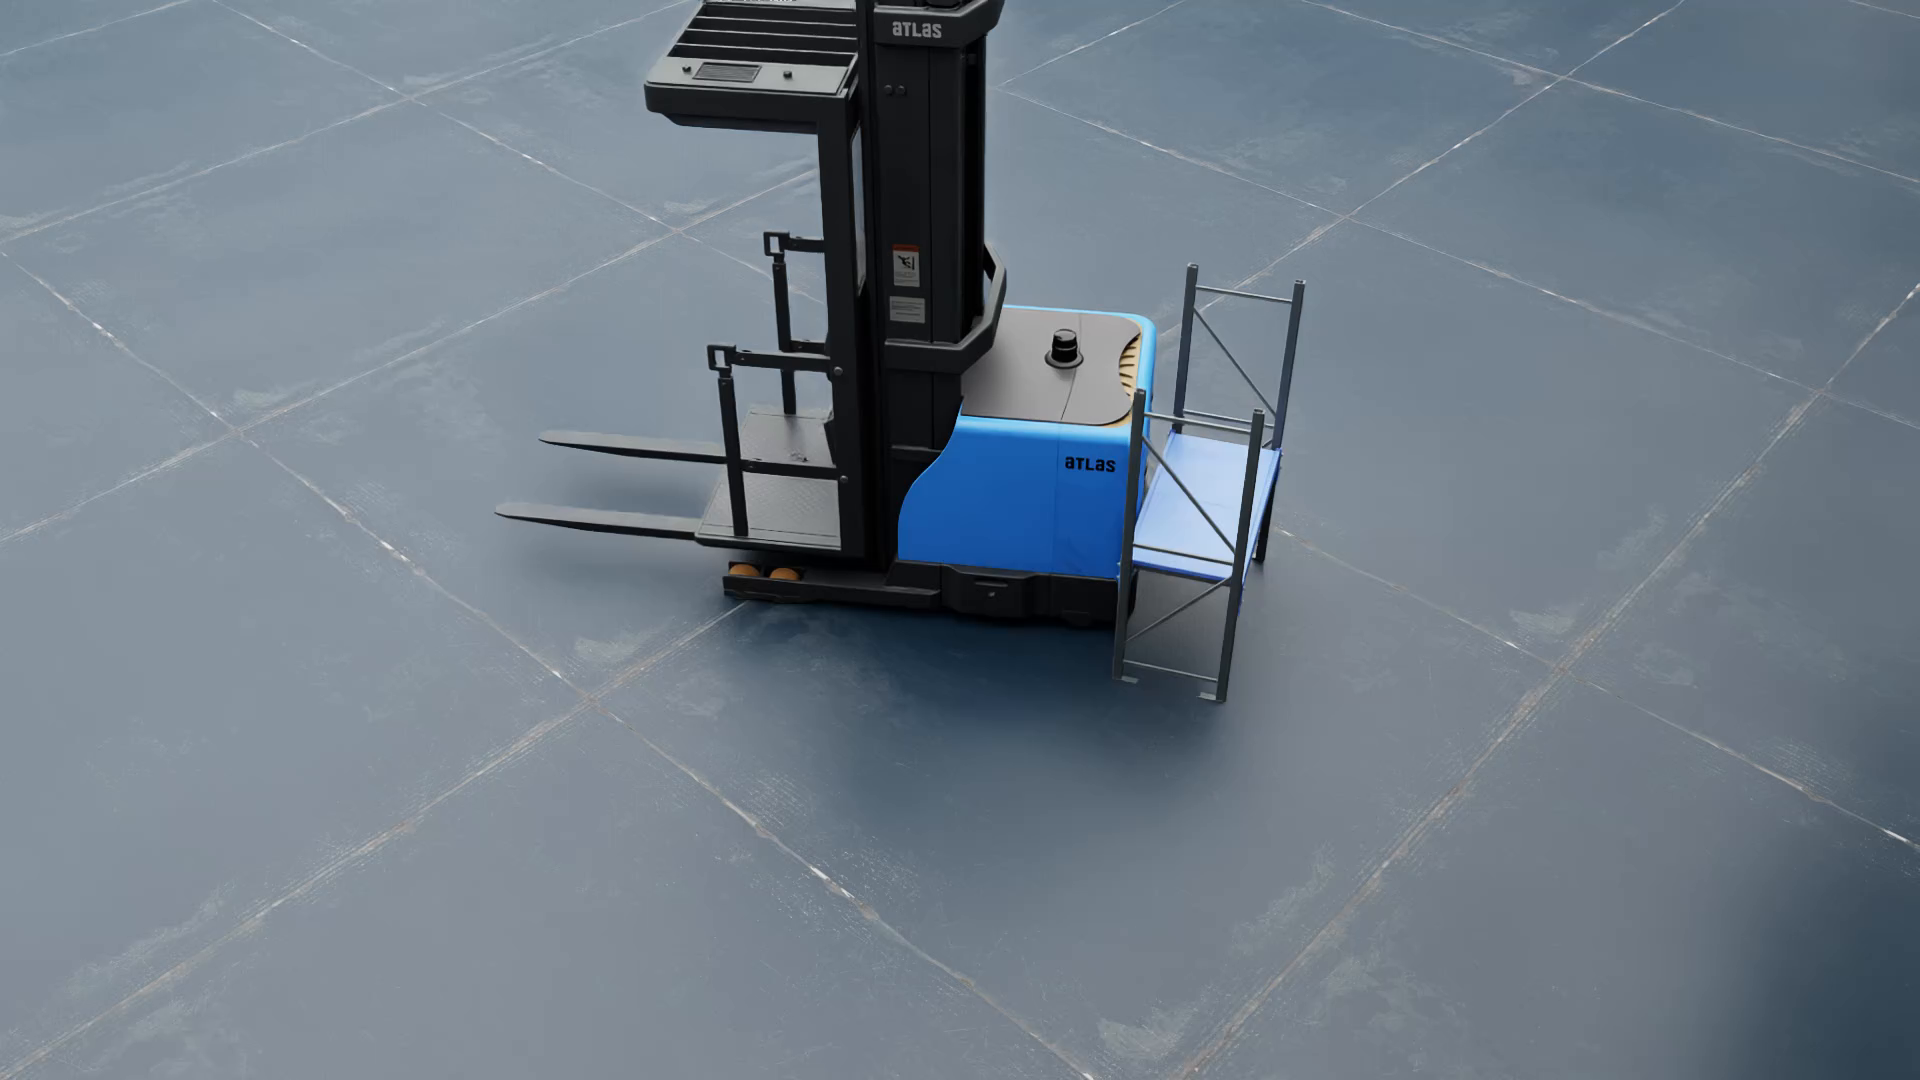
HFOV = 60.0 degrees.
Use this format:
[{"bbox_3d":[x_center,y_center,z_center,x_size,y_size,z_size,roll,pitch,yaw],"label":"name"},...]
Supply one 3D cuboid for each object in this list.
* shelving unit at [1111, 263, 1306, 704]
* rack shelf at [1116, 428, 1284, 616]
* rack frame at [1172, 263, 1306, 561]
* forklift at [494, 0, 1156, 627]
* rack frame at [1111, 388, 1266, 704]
[{"bbox_3d":[1.059,-0.241,7.131,0.538,1.500,1.048,11,40,14],"label":"shelving unit"},{"bbox_3d":[1.059,-0.100,7.243,0.538,0.185,1.000,11,40,14],"label":"rack shelf"},{"bbox_3d":[1.213,-0.542,7.510,0.500,1.500,0.032,11,40,14],"label":"rack frame"},{"bbox_3d":[-0.651,-1.173,7.154,3.031,2.935,1.130,5,39,6],"label":"forklift"},{"bbox_3d":[0.905,0.061,6.752,0.500,1.500,0.032,11,40,14],"label":"rack frame"}]
